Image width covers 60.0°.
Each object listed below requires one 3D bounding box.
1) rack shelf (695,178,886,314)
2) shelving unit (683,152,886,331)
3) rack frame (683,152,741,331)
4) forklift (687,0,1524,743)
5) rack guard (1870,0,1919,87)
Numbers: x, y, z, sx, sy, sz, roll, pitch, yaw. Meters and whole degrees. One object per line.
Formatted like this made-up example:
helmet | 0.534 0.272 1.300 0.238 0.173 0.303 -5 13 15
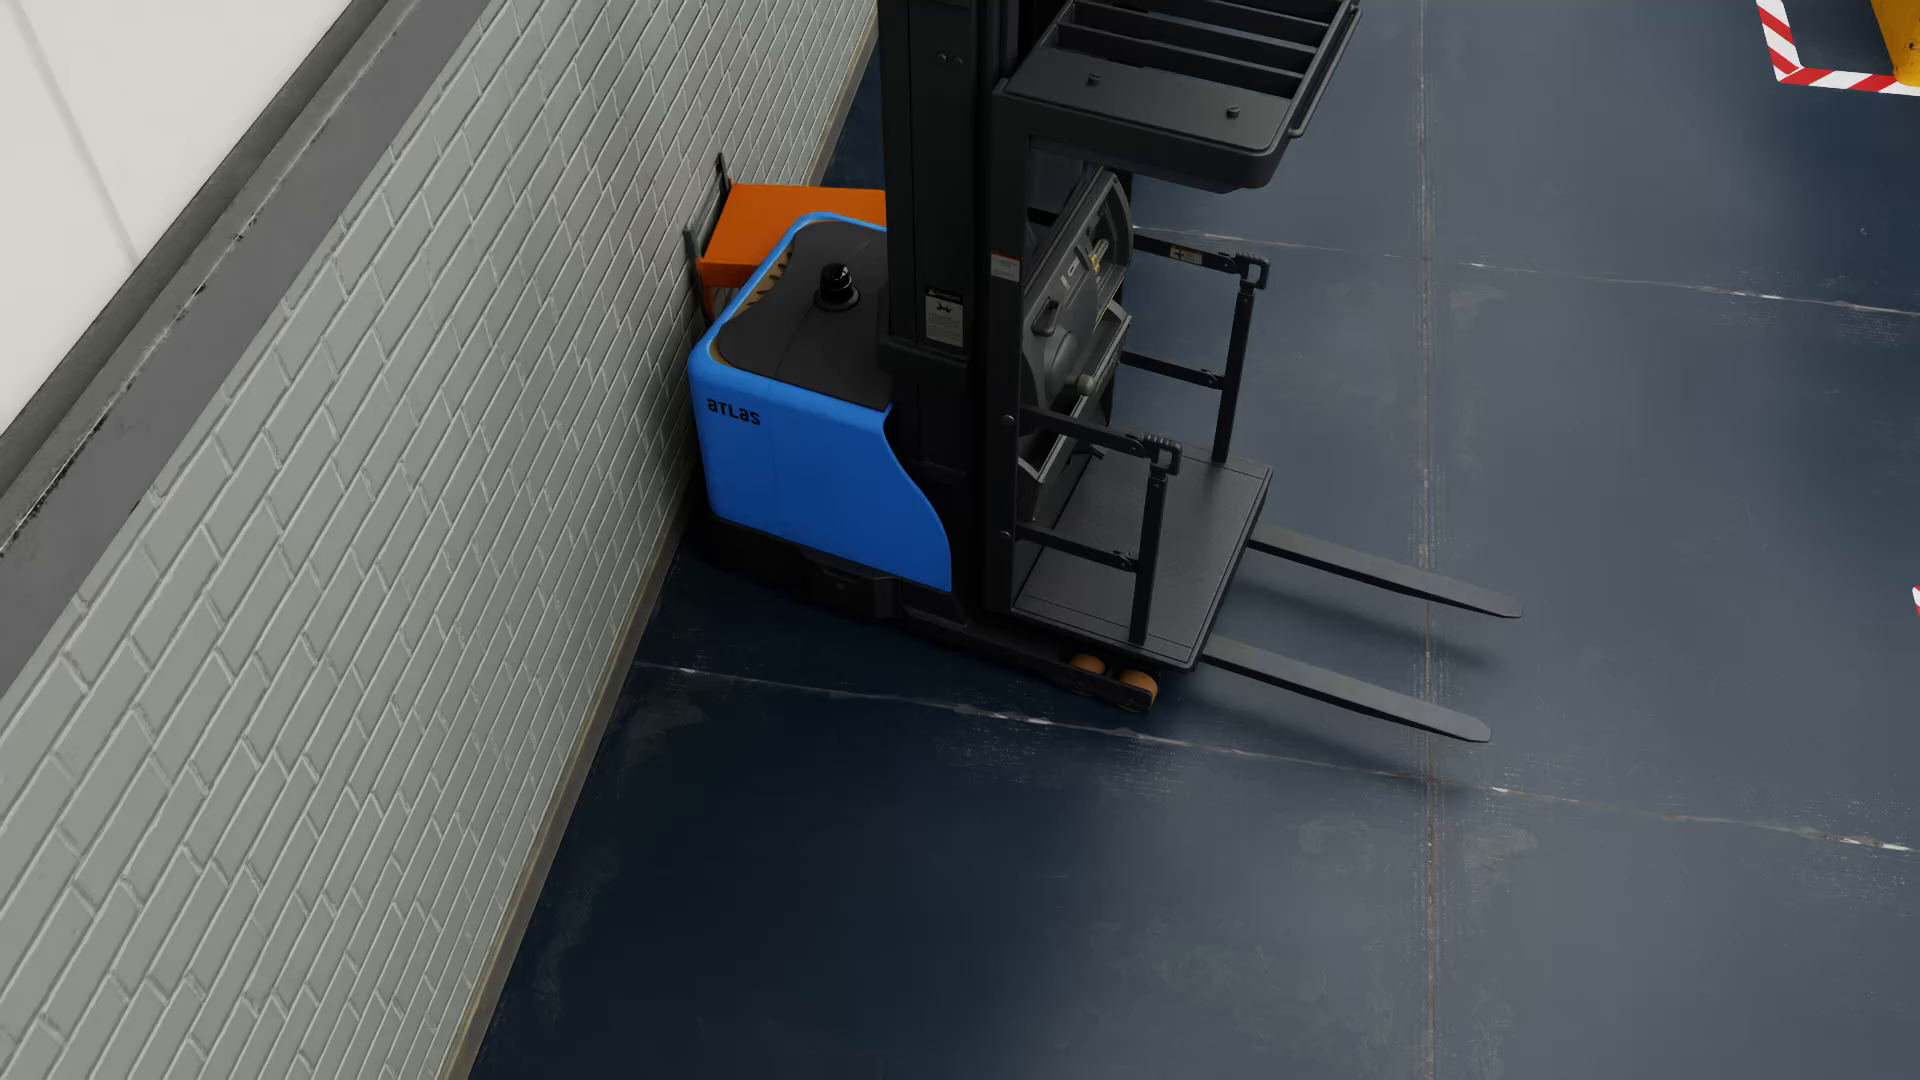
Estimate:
rack shelf | -0.481 -1.144 6.596 1.000 0.278 0.538 5 49 9
shelving unit | -0.462 -0.951 6.816 1.048 1.125 0.538 5 49 9
rack frame | -0.963 -0.991 6.893 0.032 1.125 0.500 5 49 9
forklift | 0.580 -0.796 5.467 3.031 2.935 1.130 18 50 15
rack guard | 5.297 -3.012 9.092 0.348 0.500 1.175 8 49 7
